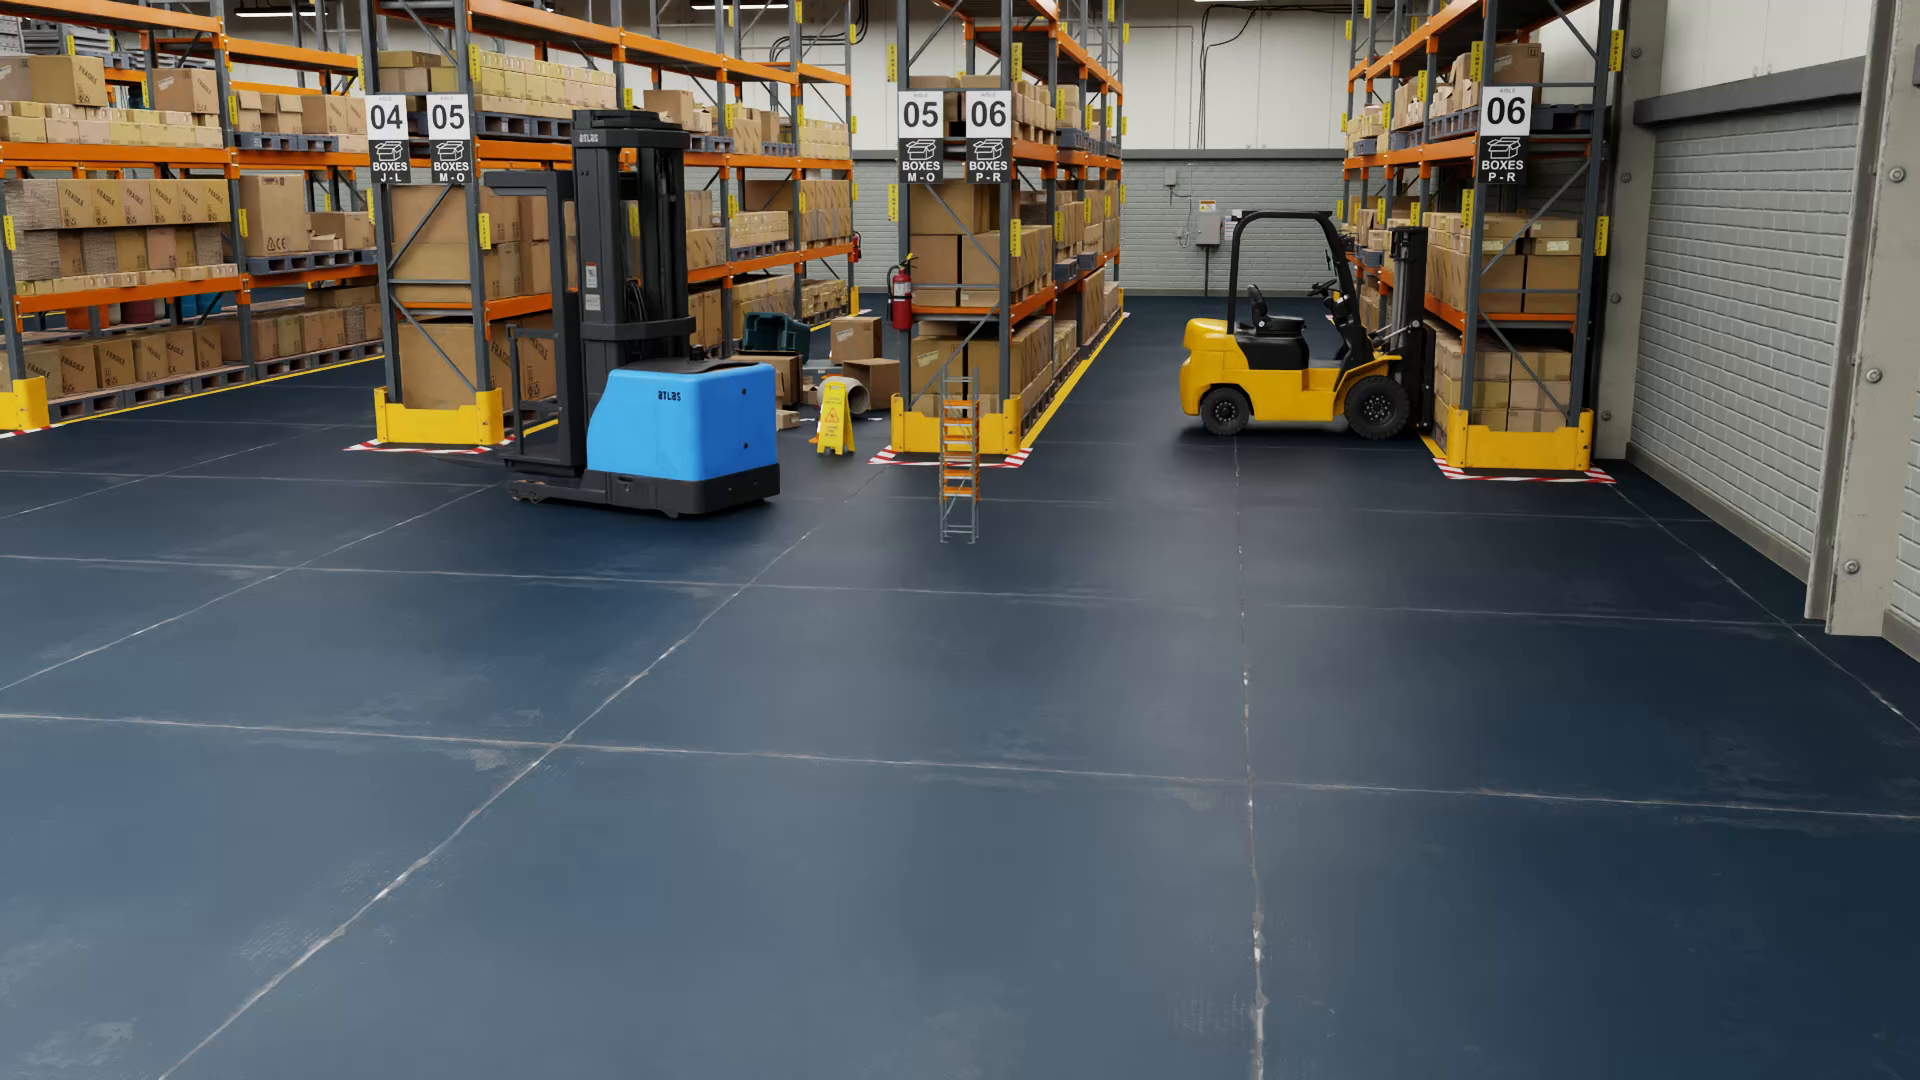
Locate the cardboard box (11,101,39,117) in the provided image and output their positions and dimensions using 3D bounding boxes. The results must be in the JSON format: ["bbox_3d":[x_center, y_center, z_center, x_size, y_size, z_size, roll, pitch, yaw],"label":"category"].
[{"bbox_3d":[-9.433,-4.290,16.567,0.380,0.149,0.250,2,12,10],"label":"cardboard box"}]

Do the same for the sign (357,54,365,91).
[{"bbox_3d":[-5.488,-4.300,15.293,0.100,0.325,0.005,2,12,9],"label":"sign"}]

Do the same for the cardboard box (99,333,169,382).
[{"bbox_3d":[-9.424,-2.084,18.979,0.500,0.500,0.500,1,12,4],"label":"cardboard box"}]

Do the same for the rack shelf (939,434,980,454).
[{"bbox_3d":[-0.002,-0.657,11.337,0.258,0.103,0.180,2,12,9],"label":"rack shelf"}]

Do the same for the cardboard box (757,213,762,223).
[{"bbox_3d":[-3.219,-4.873,25.173,0.380,0.149,0.250,2,12,8],"label":"cardboard box"}]

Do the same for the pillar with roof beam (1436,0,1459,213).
[{"bbox_3d":[3.447,-7.806,26.353,9.100,9.000,0.400,2,12,9],"label":"pillar with roof beam"}]

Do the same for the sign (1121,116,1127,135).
[{"bbox_3d":[2.947,-7.451,29.911,0.100,0.325,0.005,2,12,9],"label":"sign"}]

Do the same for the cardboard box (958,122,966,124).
[{"bbox_3d":[-0.143,-4.038,15.640,0.500,0.250,0.500,2,12,8],"label":"cardboard box"}]

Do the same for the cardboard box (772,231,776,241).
[{"bbox_3d":[-3.093,-4.753,26.026,0.380,0.149,0.250,1,12,6],"label":"cardboard box"}]

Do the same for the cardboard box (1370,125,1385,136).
[{"bbox_3d":[6.053,-5.845,23.739,0.380,0.149,0.250,2,12,10],"label":"cardboard box"}]

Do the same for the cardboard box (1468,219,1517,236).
[{"bbox_3d":[4.712,-2.765,14.720,0.380,0.149,0.250,2,12,9],"label":"cardboard box"}]

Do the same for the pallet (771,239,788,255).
[{"bbox_3d":[-3.370,-4.669,26.494,1.003,0.211,1.213,2,12,9],"label":"pallet"}]

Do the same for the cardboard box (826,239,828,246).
[{"bbox_3d":[-2.550,-5.285,29.492,0.380,0.149,0.250,1,12,6],"label":"cardboard box"}]

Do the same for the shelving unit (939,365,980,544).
[{"bbox_3d":[-0.002,-0.584,11.353,0.258,1.200,0.189,2,12,9],"label":"shelving unit"}]

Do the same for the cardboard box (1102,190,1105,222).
[{"bbox_3d":[1.977,-5.214,25.958,0.500,0.500,0.500,2,12,10],"label":"cardboard box"}]

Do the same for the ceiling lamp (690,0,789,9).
[{"bbox_3d":[-4.461,-12.194,32.862,2.000,3.185,0.800,2,12,9],"label":"ceiling lamp"}]

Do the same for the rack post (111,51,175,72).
[{"bbox_3d":[-13.074,-7.522,26.225,0.937,0.300,0.954,3,13,15],"label":"rack post"}]

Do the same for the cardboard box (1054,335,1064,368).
[{"bbox_3d":[0.753,-2.292,20.251,0.950,0.372,0.625,3,12,12],"label":"cardboard box"}]

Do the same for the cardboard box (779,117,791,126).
[{"bbox_3d":[-2.825,-6.802,27.040,0.380,0.149,0.250,2,12,8],"label":"cardboard box"}]

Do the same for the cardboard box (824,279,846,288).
[{"bbox_3d":[-2.325,-4.734,30.698,0.380,0.149,0.250,2,12,9],"label":"cardboard box"}]

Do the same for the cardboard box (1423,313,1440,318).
[{"bbox_3d":[5.783,-2.424,20.260,0.875,0.625,0.625,1,12,6],"label":"cardboard box"}]

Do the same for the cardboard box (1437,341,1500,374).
[{"bbox_3d":[4.693,-1.682,15.336,0.500,0.250,0.500,2,12,10],"label":"cardboard box"}]

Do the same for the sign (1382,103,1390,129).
[{"bbox_3d":[5.552,-5.522,21.650,0.100,0.325,0.005,2,12,9],"label":"sign"}]

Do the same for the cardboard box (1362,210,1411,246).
[{"bbox_3d":[6.207,-4.507,24.054,0.700,0.500,0.500,2,12,8],"label":"cardboard box"}]

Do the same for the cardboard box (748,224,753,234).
[{"bbox_3d":[-3.296,-4.623,24.719,0.380,0.149,0.250,2,12,9],"label":"cardboard box"}]

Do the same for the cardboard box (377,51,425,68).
[{"bbox_3d":[-5.238,-4.488,15.547,0.380,0.149,0.250,2,12,9],"label":"cardboard box"}]

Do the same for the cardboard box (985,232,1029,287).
[{"bbox_3d":[0.376,-2.672,15.827,0.500,0.500,0.500,2,12,10],"label":"cardboard box"}]

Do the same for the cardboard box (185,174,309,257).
[{"bbox_3d":[-8.964,-4.093,20.945,1.000,1.000,1.000,2,12,9],"label":"cardboard box"}]

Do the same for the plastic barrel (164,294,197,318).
[{"bbox_3d":[-13.098,-4.179,27.748,0.600,0.901,0.708,2,12,9],"label":"plastic barrel"}]

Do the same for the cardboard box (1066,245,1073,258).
[{"bbox_3d":[1.193,-3.570,20.540,0.380,0.149,0.250,2,12,11],"label":"cardboard box"}]

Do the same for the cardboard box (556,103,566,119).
[{"bbox_3d":[-4.313,-4.446,17.244,0.380,0.149,0.250,2,12,8],"label":"cardboard box"}]

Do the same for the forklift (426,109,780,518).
[{"bbox_3d":[-2.915,-1.800,12.890,3.031,2.935,1.130,7,14,31],"label":"forklift"}]

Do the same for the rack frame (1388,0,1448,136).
[{"bbox_3d":[6.088,-6.718,21.305,1.000,3.000,0.127,2,12,9],"label":"rack frame"}]

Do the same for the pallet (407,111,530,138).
[{"bbox_3d":[-4.850,-3.997,16.011,1.003,0.211,1.213,2,12,9],"label":"pallet"}]

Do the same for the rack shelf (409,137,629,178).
[{"bbox_3d":[-4.647,-3.950,17.291,1.077,0.370,4.000,2,12,9],"label":"rack shelf"}]

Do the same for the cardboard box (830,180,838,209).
[{"bbox_3d":[-2.467,-6.116,29.434,0.500,0.500,0.500,3,12,12],"label":"cardboard box"}]

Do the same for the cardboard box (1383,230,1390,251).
[{"bbox_3d":[5.754,-3.873,21.512,0.500,0.250,0.500,2,12,9],"label":"cardboard box"}]

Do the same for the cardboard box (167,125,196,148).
[{"bbox_3d":[-9.127,-4.615,19.023,0.500,0.250,0.500,2,12,10],"label":"cardboard box"}]

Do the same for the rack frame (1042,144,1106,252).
[{"bbox_3d":[1.798,-4.778,26.544,1.000,3.000,0.127,2,12,9],"label":"rack frame"}]

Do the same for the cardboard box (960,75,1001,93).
[{"bbox_3d":[0.209,-4.081,14.892,0.380,0.149,0.250,2,12,8],"label":"cardboard box"}]

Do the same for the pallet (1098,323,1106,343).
[{"bbox_3d":[1.754,-3.252,26.081,1.003,0.211,1.213,2,12,9],"label":"pallet"}]

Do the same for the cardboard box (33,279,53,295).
[{"bbox_3d":[-9.503,-2.581,16.947,0.380,0.149,0.250,2,12,9],"label":"cardboard box"}]

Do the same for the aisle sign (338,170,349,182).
[{"bbox_3d":[-11.972,-7.368,32.393,0.394,0.787,0.004,2,12,9],"label":"aisle sign"}]

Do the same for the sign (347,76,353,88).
[{"bbox_3d":[-11.727,-8.853,31.977,0.100,0.325,0.005,2,12,9],"label":"sign"}]

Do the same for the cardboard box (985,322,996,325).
[{"bbox_3d":[0.139,-2.114,17.934,0.500,0.500,0.500,2,12,11],"label":"cardboard box"}]

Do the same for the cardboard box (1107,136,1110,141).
[{"bbox_3d":[2.448,-7.022,29.198,0.380,0.149,0.250,1,12,4],"label":"cardboard box"}]

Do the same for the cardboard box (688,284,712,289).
[{"bbox_3d":[-3.878,-3.585,24.167,0.500,0.250,0.500,2,12,7],"label":"cardboard box"}]

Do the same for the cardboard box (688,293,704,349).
[{"bbox_3d":[-4.038,-2.884,22.100,1.050,0.750,0.750,2,12,10],"label":"cardboard box"}]

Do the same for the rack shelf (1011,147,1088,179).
[{"bbox_3d":[0.875,-4.644,20.508,1.077,0.370,4.000,2,12,9],"label":"rack shelf"}]

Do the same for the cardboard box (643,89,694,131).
[{"bbox_3d":[-3.714,-5.483,21.224,0.500,0.500,0.500,2,12,9],"label":"cardboard box"}]

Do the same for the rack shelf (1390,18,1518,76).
[{"bbox_3d":[5.780,-5.754,19.491,1.077,0.370,4.000,2,12,9],"label":"rack shelf"}]

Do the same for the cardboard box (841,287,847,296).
[{"bbox_3d":[-2.293,-4.588,30.726,0.380,0.149,0.250,2,12,7],"label":"cardboard box"}]

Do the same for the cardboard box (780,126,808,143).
[{"bbox_3d":[-2.798,-6.647,27.266,0.500,0.250,0.500,2,12,11],"label":"cardboard box"}]

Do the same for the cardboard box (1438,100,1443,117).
[{"bbox_3d":[4.986,-4.307,16.599,0.380,0.149,0.250,2,12,10],"label":"cardboard box"}]

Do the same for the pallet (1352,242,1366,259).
[{"bbox_3d":[6.472,-4.361,25.066,1.003,0.211,1.213,2,12,9],"label":"pallet"}]
